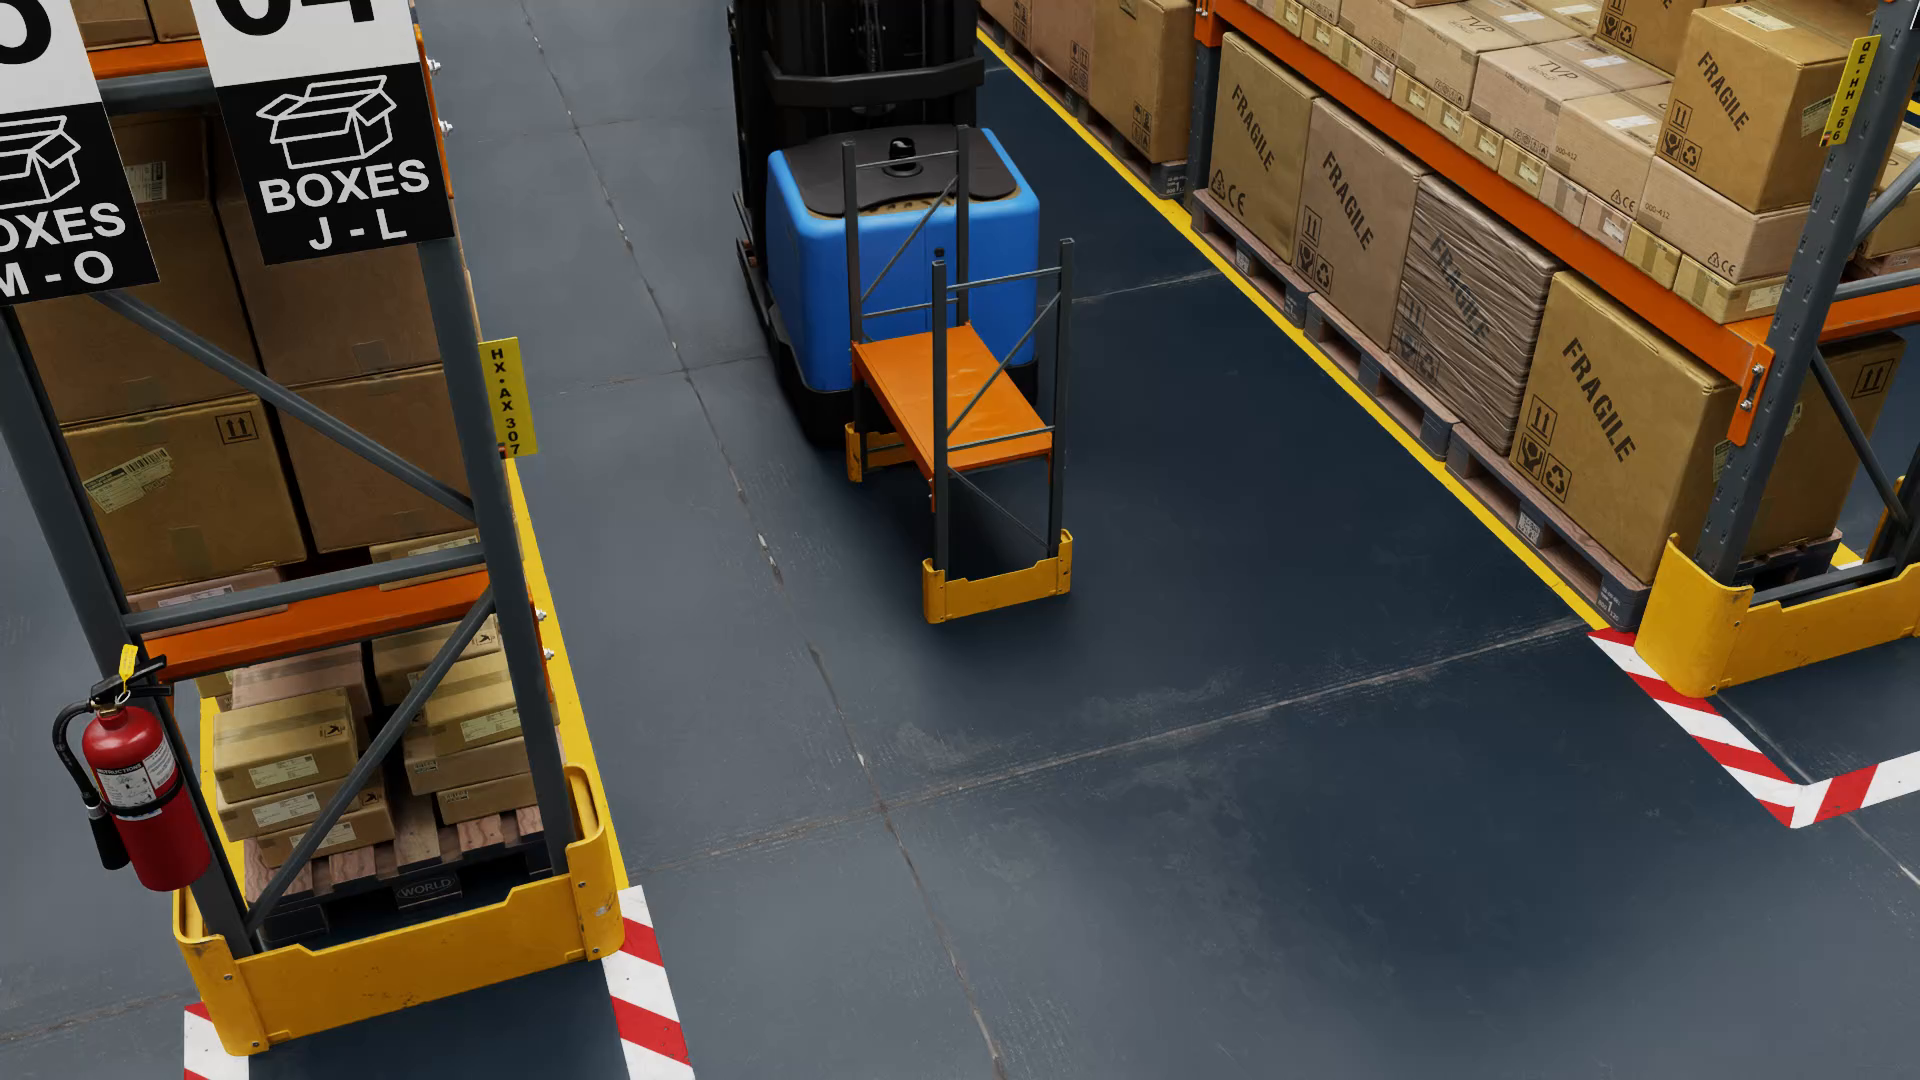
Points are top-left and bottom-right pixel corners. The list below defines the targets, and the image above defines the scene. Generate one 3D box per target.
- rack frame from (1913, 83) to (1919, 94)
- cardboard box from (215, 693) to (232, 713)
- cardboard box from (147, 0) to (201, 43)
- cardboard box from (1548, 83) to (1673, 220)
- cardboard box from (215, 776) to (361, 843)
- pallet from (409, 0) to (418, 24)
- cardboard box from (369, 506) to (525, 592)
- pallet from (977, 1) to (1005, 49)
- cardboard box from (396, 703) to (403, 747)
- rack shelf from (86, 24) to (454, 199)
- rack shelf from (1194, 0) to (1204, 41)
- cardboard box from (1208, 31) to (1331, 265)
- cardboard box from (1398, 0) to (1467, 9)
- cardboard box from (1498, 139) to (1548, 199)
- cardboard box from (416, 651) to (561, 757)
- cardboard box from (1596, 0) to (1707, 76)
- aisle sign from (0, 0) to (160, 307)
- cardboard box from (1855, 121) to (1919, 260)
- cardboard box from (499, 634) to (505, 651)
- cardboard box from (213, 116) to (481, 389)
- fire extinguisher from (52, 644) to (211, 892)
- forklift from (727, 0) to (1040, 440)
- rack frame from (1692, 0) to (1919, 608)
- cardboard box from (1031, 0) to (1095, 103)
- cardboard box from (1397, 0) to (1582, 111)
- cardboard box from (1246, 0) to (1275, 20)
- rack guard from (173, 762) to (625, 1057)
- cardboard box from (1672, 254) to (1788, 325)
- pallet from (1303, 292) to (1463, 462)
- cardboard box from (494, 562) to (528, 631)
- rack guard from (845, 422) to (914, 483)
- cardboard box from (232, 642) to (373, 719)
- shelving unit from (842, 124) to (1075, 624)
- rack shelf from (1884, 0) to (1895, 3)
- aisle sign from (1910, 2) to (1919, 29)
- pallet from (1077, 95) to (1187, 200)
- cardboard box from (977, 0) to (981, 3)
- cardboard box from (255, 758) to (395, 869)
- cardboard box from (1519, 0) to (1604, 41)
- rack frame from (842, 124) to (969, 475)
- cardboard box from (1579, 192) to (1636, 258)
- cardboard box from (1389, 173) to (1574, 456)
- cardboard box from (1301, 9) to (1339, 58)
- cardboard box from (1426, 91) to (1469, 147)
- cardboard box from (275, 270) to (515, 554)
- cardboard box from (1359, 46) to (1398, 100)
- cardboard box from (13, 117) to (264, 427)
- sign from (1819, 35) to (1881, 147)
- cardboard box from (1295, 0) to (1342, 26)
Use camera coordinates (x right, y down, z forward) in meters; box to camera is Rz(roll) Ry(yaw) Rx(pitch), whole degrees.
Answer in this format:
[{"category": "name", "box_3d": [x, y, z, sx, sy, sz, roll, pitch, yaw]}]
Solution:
[{"category": "rack frame", "box_3d": [6.371, -4.132, 9.742, 1.000, 3.000, 0.127, -12, 39, -16]}, {"category": "cardboard box", "box_3d": [-2.225, 0.443, 5.442, 0.380, 0.149, 0.250, -14, 39, -18]}, {"category": "cardboard box", "box_3d": [-1.509, -1.322, 3.643, 0.500, 0.250, 0.500, -11, 38, -14]}, {"category": "cardboard box", "box_3d": [2.507, -1.411, 6.008, 0.500, 0.250, 0.500, -13, 39, -17]}, {"category": "cardboard box", "box_3d": [-2.044, 0.736, 5.053, 0.380, 0.149, 0.250, -13, 39, -17]}, {"category": "pallet", "box_3d": [-3.097, -2.522, 7.764, 1.003, 0.211, 1.213, -12, 39, -16]}, {"category": "cardboard box", "box_3d": [-1.398, -0.027, 4.502, 0.380, 0.149, 0.250, -13, 39, -16]}, {"category": "pallet", "box_3d": [0.545, -3.791, 11.608, 1.003, 0.211, 1.213, -12, 39, -16]}, {"category": "cardboard box", "box_3d": [-1.641, 0.601, 5.480, 0.380, 0.149, 0.250, -13, 39, -16]}, {"category": "rack shelf", "box_3d": [-2.283, -1.918, 4.907, 1.077, 0.370, 4.000, -12, 39, -16]}, {"category": "rack shelf", "box_3d": [1.033, -3.949, 10.097, 1.077, 0.370, 4.000, -12, 39, -16]}, {"category": "cardboard box", "box_3d": [1.873, -2.036, 8.377, 0.875, 0.875, 0.875, -12, 39, -16]}, {"category": "cardboard box", "box_3d": [1.991, -2.569, 6.921, 0.500, 0.500, 0.500, -14, 39, -17]}, {"category": "cardboard box", "box_3d": [2.313, -1.456, 6.399, 0.380, 0.149, 0.250, -13, 39, -17]}, {"category": "cardboard box", "box_3d": [-1.456, 0.490, 5.132, 0.380, 0.149, 0.250, -14, 39, -18]}, {"category": "cardboard box", "box_3d": [2.830, -2.106, 6.307, 0.500, 0.500, 0.500, -13, 39, -17]}, {"category": "aisle sign", "box_3d": [-1.851, -0.812, 3.174, 0.394, 0.787, 0.004, -12, 39, -16]}, {"category": "cardboard box", "box_3d": [3.186, -1.233, 5.771, 0.500, 0.250, 0.500, -13, 39, -17]}, {"category": "cardboard box", "box_3d": [-1.575, 0.460, 5.420, 0.380, 0.149, 0.250, -13, 39, -16]}, {"category": "cardboard box", "box_3d": [-1.500, -0.744, 4.083, 0.500, 0.500, 0.500, -13, 39, -16]}, {"category": "fire extinguisher", "box_3d": [-1.941, 0.541, 3.913, 0.296, 0.674, 0.183, -12, 39, -16]}, {"category": "forklift", "box_3d": [-0.525, -2.494, 7.625, 1.130, 2.935, 3.031, -9, 38, -12]}, {"category": "rack frame", "box_3d": [3.097, -0.847, 5.381, 1.000, 3.000, 0.127, -12, 39, -16]}, {"category": "cardboard box", "box_3d": [1.174, -3.288, 10.038, 1.225, 0.875, 0.875, -14, 39, -18]}, {"category": "cardboard box", "box_3d": [2.149, -1.992, 6.779, 0.500, 0.250, 0.500, -12, 39, -16]}, {"category": "cardboard box", "box_3d": [1.601, -2.622, 7.946, 0.380, 0.149, 0.250, -14, 39, -17]}, {"category": "rack guard", "box_3d": [-1.621, 1.079, 4.903, 1.175, 0.500, 0.348, -12, 39, -16]}, {"category": "cardboard box", "box_3d": [2.666, -0.879, 5.633, 0.380, 0.149, 0.250, -12, 39, -15]}, {"category": "pallet", "box_3d": [2.333, -0.857, 7.712, 1.003, 0.211, 1.213, -12, 39, -16]}, {"category": "cardboard box", "box_3d": [-1.630, 0.190, 5.530, 0.380, 0.149, 0.250, -13, 39, -16]}, {"category": "rack guard", "box_3d": [-0.198, -0.424, 7.105, 0.587, 0.250, 0.087, -12, 39, -16]}, {"category": "cardboard box", "box_3d": [-2.047, 0.456, 5.178, 0.380, 0.149, 0.250, -12, 39, -15]}, {"category": "shelving unit", "box_3d": [-0.026, -0.642, 6.356, 0.587, 1.500, 1.083, -12, 39, -16]}, {"category": "rack shelf", "box_3d": [2.409, -2.887, 6.195, 1.077, 0.370, 4.000, -12, 39, -16]}, {"category": "aisle sign", "box_3d": [2.840, -1.782, 4.463, 0.394, 0.787, 0.004, -12, 39, -16]}, {"category": "pallet", "box_3d": [1.385, -2.413, 9.778, 1.003, 0.211, 1.213, -12, 39, -16]}, {"category": "cardboard box", "box_3d": [0.562, -4.291, 11.371, 1.225, 0.875, 0.875, -14, 39, -18]}, {"category": "cardboard box", "box_3d": [-1.971, 0.840, 5.162, 0.380, 0.149, 0.250, -12, 39, -15]}, {"category": "cardboard box", "box_3d": [2.647, -2.103, 6.927, 0.500, 0.250, 0.500, -13, 39, -17]}, {"category": "rack frame", "box_3d": [-0.204, -0.934, 6.744, 0.500, 1.500, 0.032, -12, 39, -16]}, {"category": "cardboard box", "box_3d": [2.489, -1.169, 6.017, 0.380, 0.149, 0.250, -12, 39, -16]}, {"category": "cardboard box", "box_3d": [2.489, -1.025, 7.034, 0.875, 0.875, 0.875, -12, 39, -16]}, {"category": "cardboard box", "box_3d": [1.784, -2.325, 7.552, 0.380, 0.149, 0.250, -13, 39, -17]}, {"category": "cardboard box", "box_3d": [2.140, -1.743, 6.780, 0.380, 0.149, 0.250, -12, 39, -15]}, {"category": "cardboard box", "box_3d": [-1.490, -0.347, 4.387, 0.500, 0.500, 0.500, -11, 38, -14]}, {"category": "cardboard box", "box_3d": [1.957, -2.038, 7.171, 0.380, 0.149, 0.250, -12, 39, -15]}, {"category": "cardboard box", "box_3d": [-1.986, -0.642, 3.948, 0.500, 0.500, 0.500, -13, 39, -17]}, {"category": "sign", "box_3d": [2.583, -1.299, 4.823, 0.100, 0.325, 0.005, -12, 39, -16]}, {"category": "cardboard box", "box_3d": [1.803, -2.564, 7.538, 0.500, 0.250, 0.500, -13, 39, -16]}]
